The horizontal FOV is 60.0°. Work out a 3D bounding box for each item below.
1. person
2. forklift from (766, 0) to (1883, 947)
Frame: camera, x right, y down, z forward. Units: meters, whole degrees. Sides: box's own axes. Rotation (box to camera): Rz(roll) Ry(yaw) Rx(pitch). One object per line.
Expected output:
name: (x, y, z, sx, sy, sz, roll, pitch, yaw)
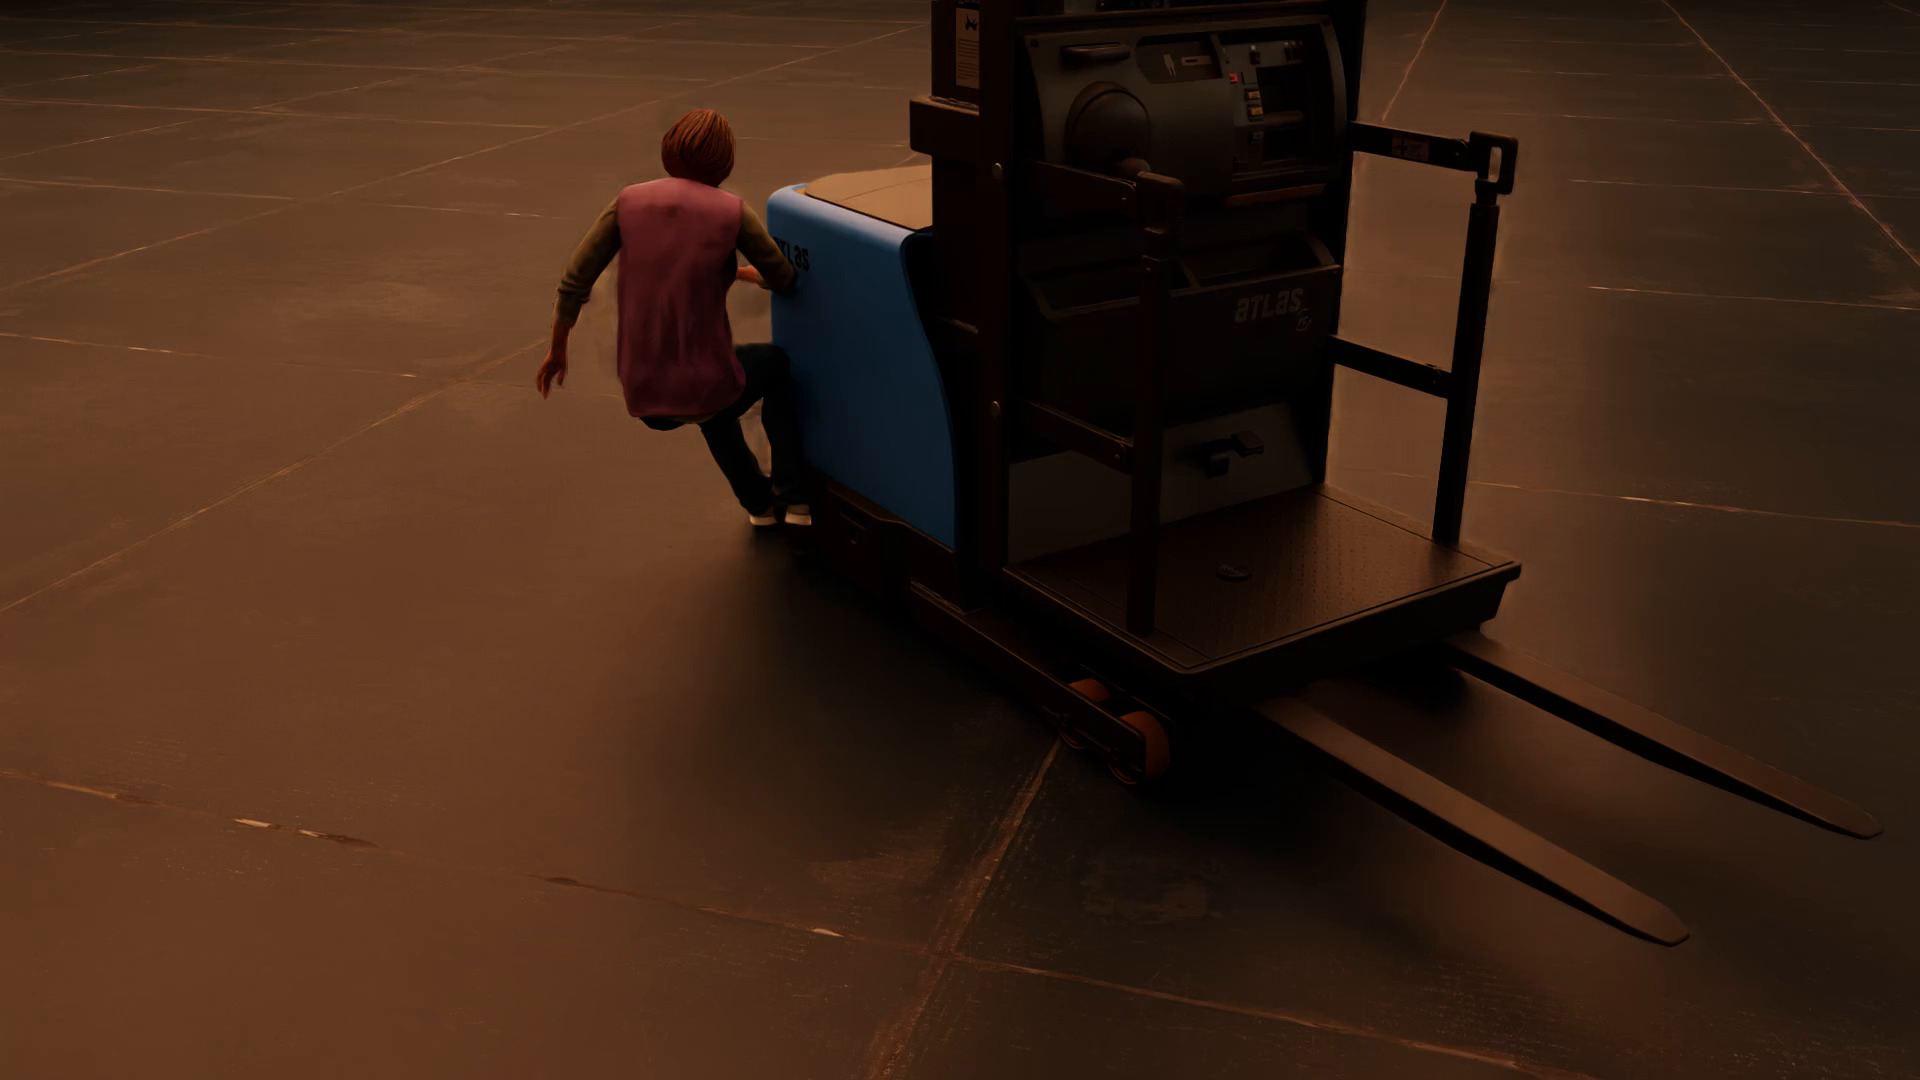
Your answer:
person: (-0.736, -0.582, 4.802, 0.783, 1.307, 0.823, 4, 23, 10)
forklift: (0.662, -1.005, 3.715, 1.130, 2.935, 3.031, -14, 26, -31)
